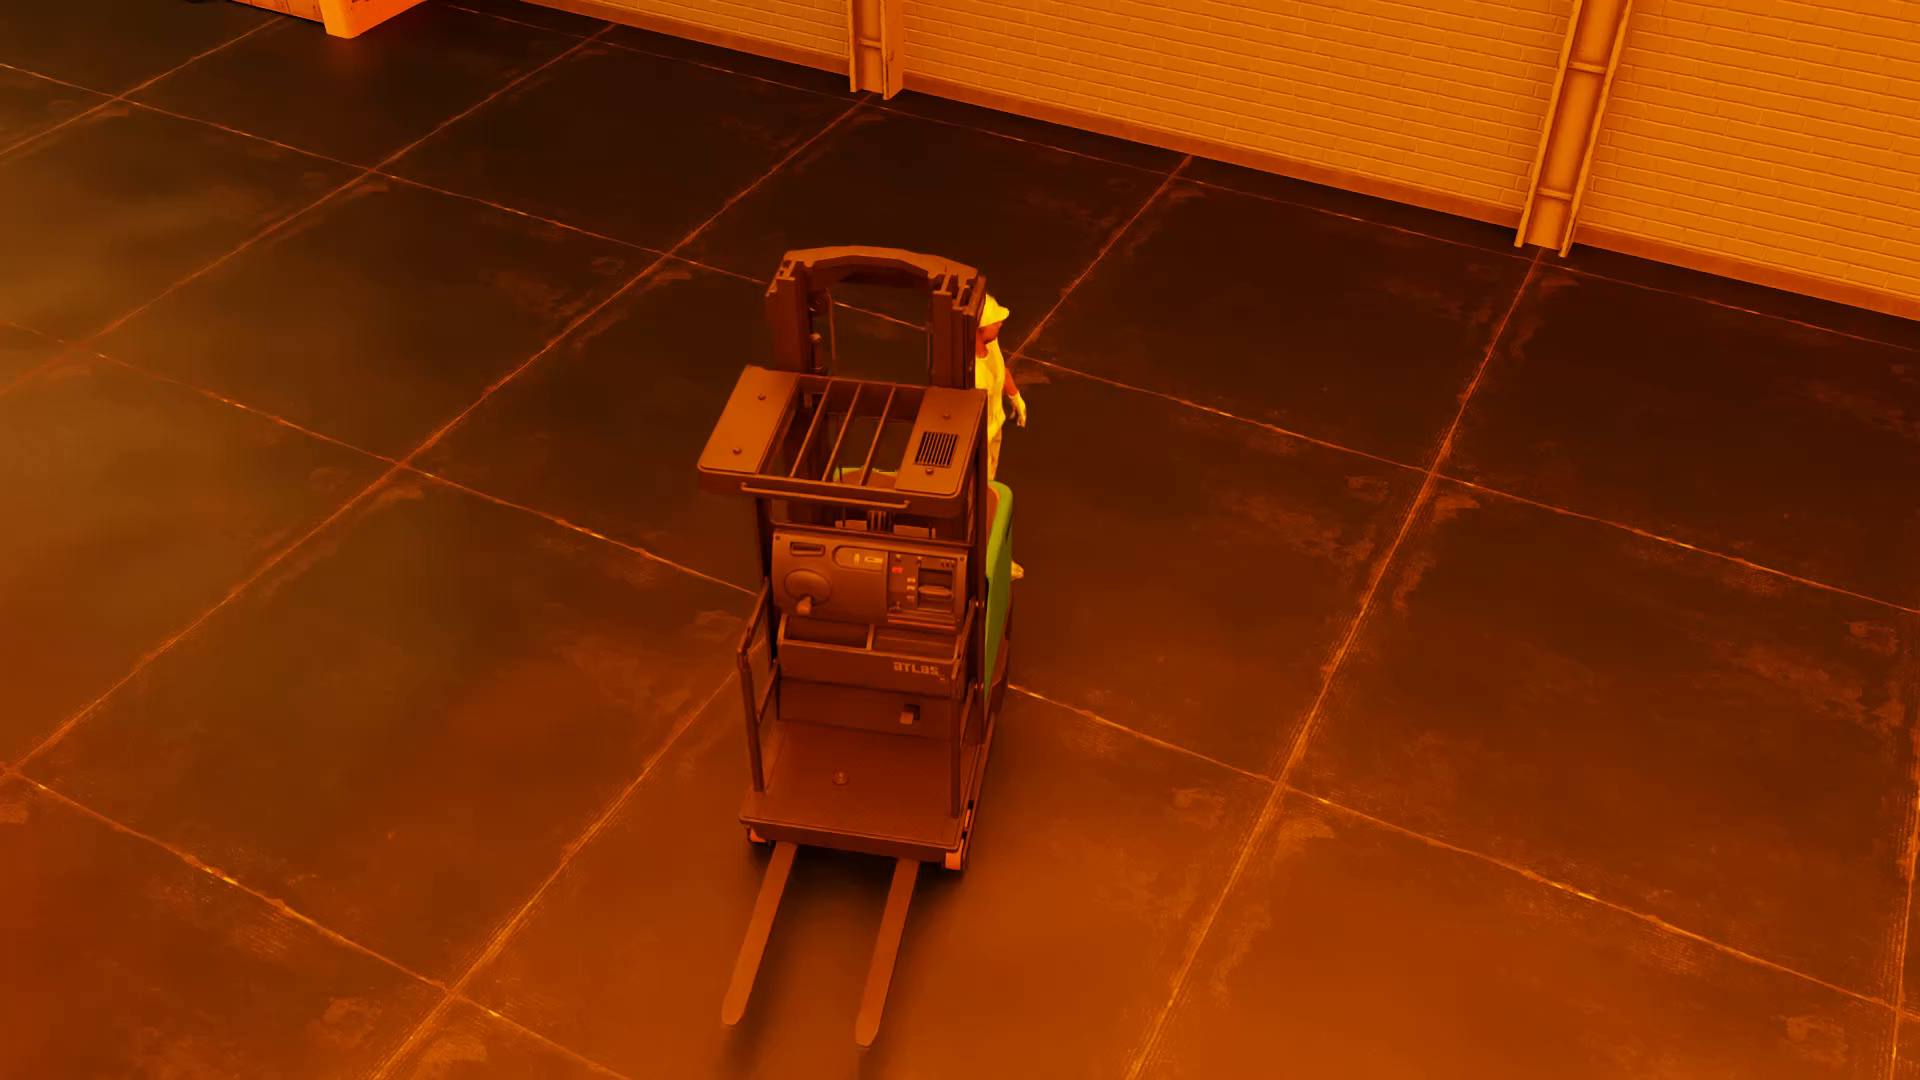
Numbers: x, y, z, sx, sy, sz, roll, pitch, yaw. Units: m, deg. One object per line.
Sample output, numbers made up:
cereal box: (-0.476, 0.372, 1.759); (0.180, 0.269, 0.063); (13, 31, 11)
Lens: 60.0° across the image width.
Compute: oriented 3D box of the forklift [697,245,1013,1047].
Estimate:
forklift: (-0.464, 0.269, 7.667); (1.130, 2.935, 3.031); (6, 41, 8)

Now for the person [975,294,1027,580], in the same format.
person: (0.190, -0.619, 9.633); (0.582, 1.778, 0.729); (15, 42, 17)
